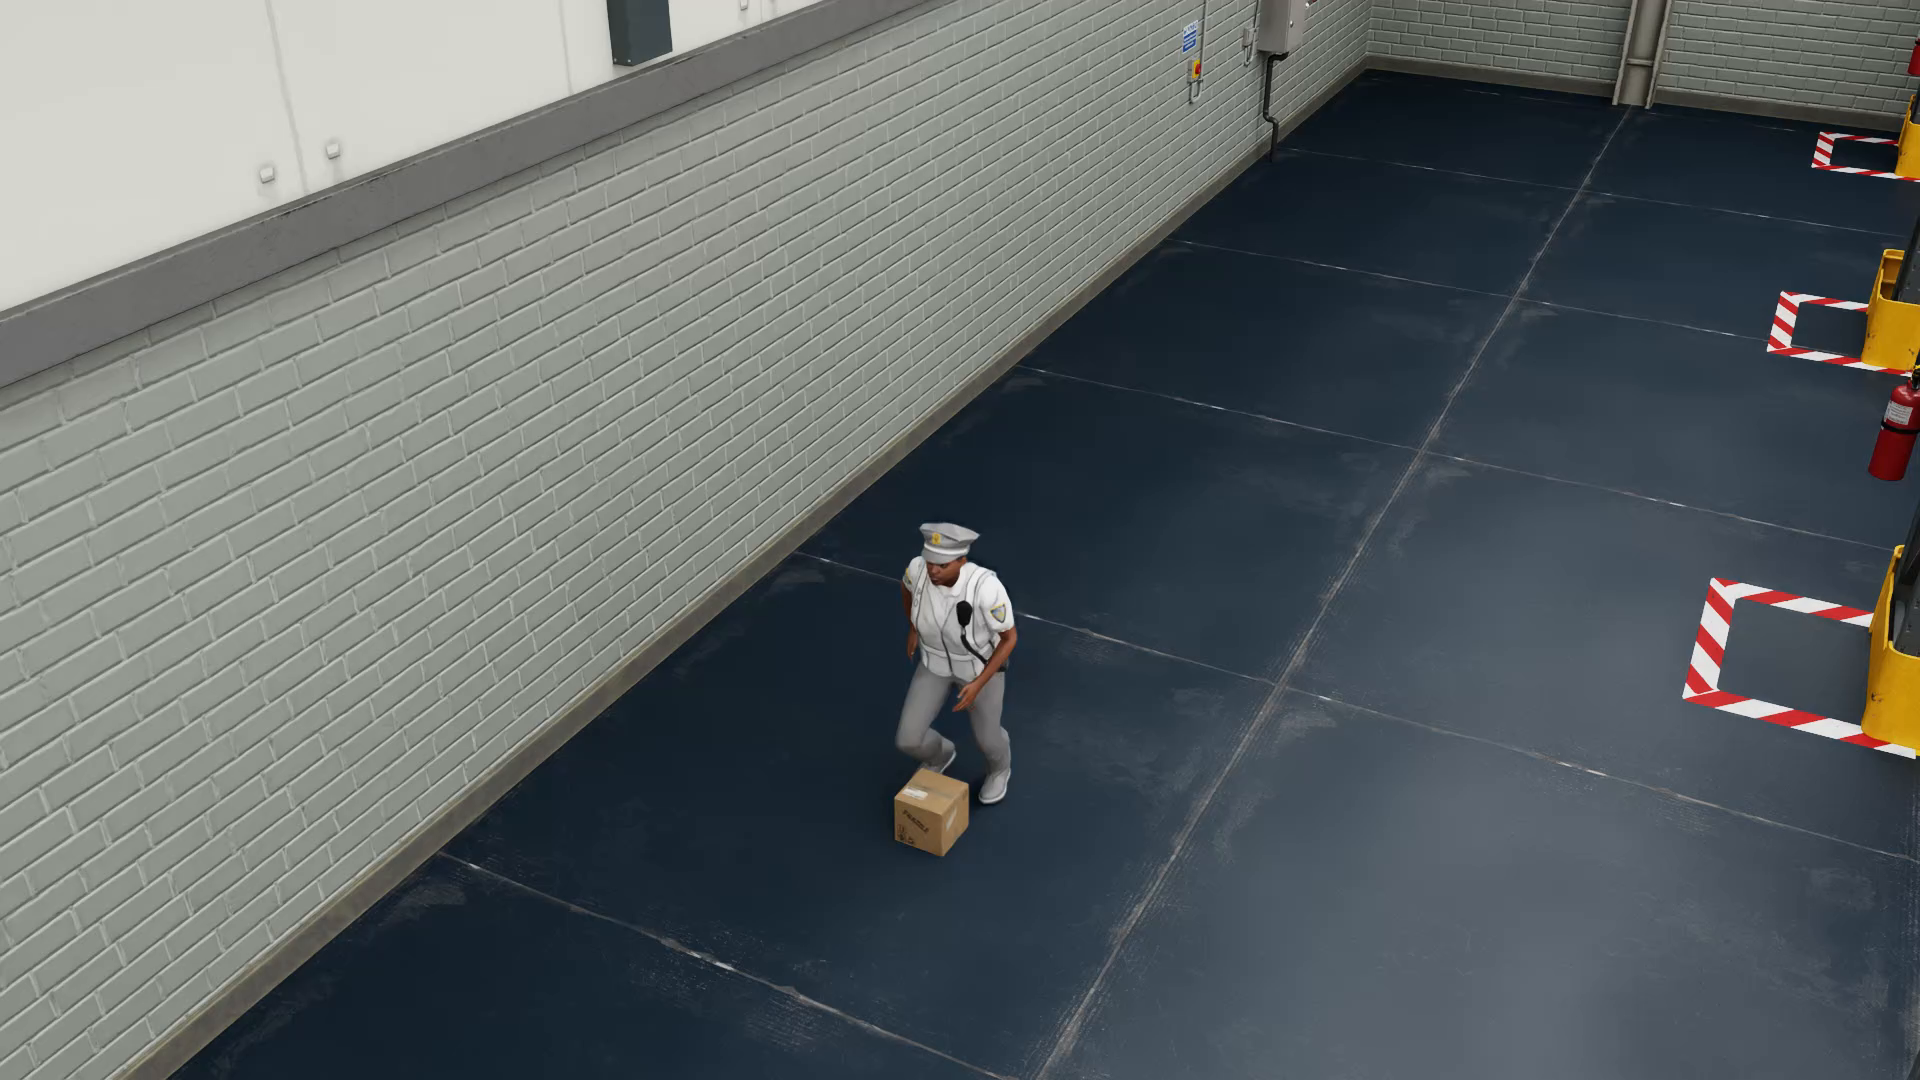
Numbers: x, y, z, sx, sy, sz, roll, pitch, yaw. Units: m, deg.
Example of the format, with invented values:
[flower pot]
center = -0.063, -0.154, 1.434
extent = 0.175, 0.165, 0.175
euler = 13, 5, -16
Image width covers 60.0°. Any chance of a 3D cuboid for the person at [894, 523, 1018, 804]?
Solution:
[person]
center = -0.015, 0.552, 7.386
extent = 0.601, 1.605, 0.663
euler = 12, 32, 19
